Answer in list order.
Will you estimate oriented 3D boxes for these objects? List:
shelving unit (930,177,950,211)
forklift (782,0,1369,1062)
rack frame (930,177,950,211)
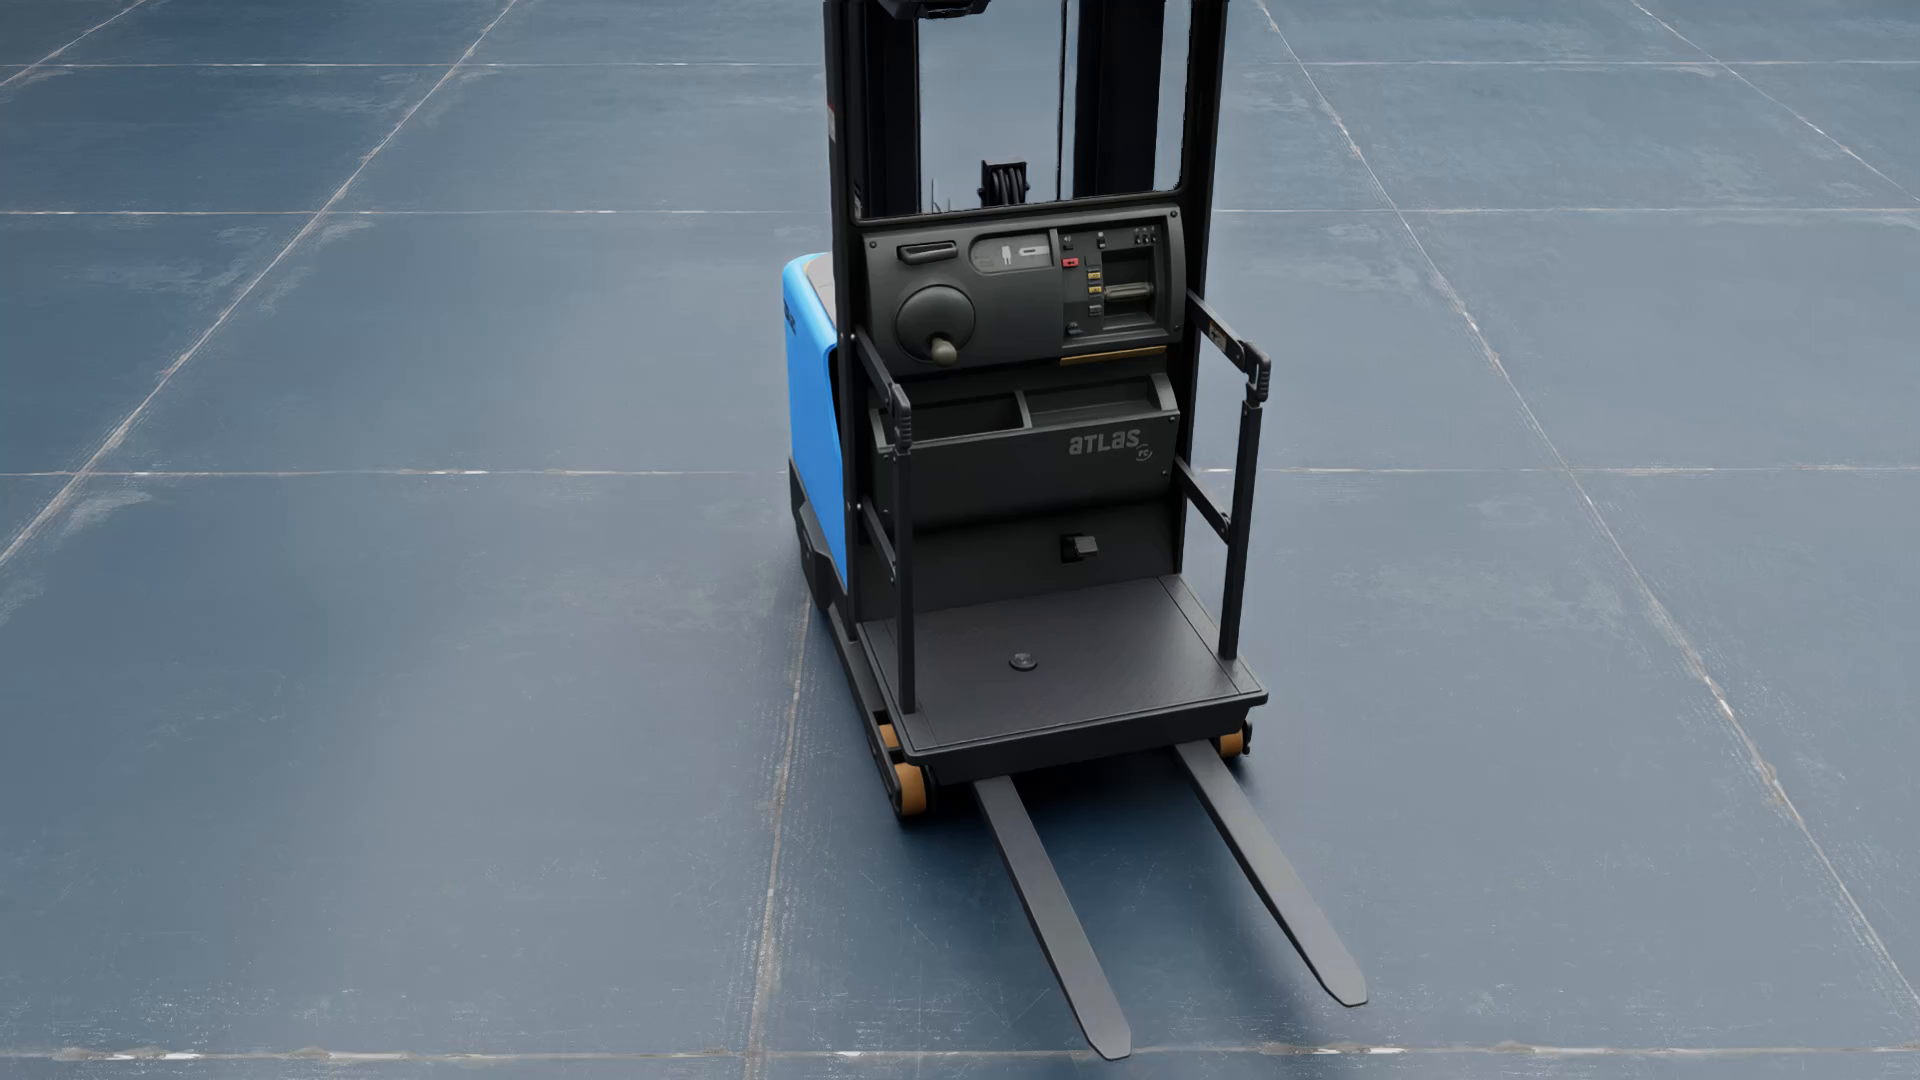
[{"bbox_3d":[-0.161,-0.757,6.340,0.189,1.200,0.258,-9,32,-15],"label":"shelving unit"},{"bbox_3d":[0.252,-0.663,4.517,1.130,2.935,3.031,-8,32,-13],"label":"forklift"},{"bbox_3d":[-0.074,-0.770,6.363,0.006,1.200,0.240,-9,32,-15],"label":"rack frame"}]
